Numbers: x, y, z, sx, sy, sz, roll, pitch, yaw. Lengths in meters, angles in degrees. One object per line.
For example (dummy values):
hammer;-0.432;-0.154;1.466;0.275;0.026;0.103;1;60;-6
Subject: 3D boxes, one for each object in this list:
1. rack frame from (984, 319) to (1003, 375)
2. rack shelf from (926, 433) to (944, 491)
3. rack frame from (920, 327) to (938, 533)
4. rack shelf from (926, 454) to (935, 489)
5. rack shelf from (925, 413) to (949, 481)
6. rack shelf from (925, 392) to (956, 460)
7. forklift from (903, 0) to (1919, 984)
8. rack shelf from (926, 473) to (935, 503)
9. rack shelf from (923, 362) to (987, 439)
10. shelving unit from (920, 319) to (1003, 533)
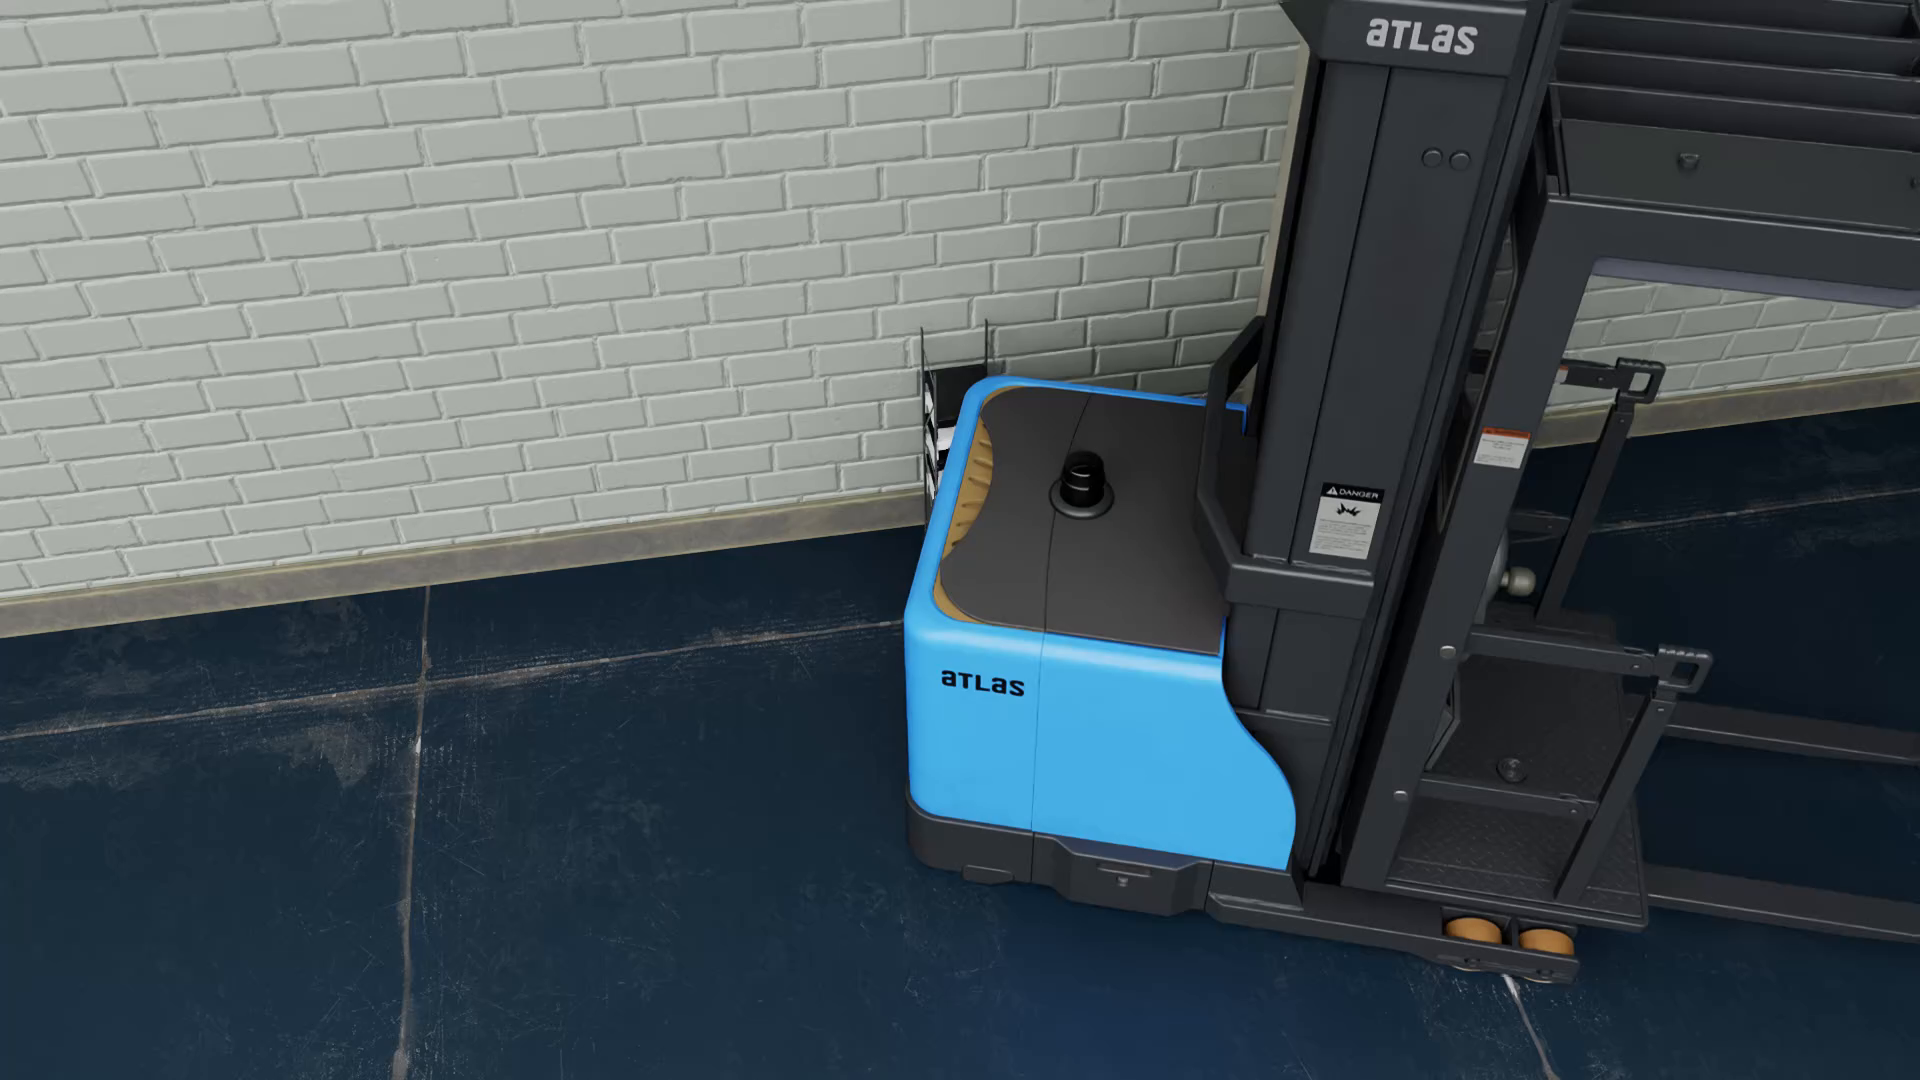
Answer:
rack frame;0.103;-0.291;5.405;0.006;0.900;0.240;-8;47;-8
rack shelf;0.003;-0.253;5.415;0.200;0.077;0.258;-8;47;-8
rack frame;-0.097;-0.263;5.378;0.006;0.900;0.240;-8;47;-8
rack shelf;0.003;-0.191;5.480;0.200;0.077;0.258;-8;47;-8
rack shelf;0.003;-0.316;5.350;0.200;0.077;0.258;-8;47;-8
rack shelf;0.003;-0.378;5.285;0.200;0.077;0.258;-8;47;-8
forklift;1.413;-0.217;3.923;3.031;2.935;1.130;8;47;7
rack shelf;0.003;-0.129;5.545;0.200;0.077;0.258;-8;47;-8
rack shelf;0.003;-0.440;5.221;0.200;0.077;0.258;-8;47;-8
shelving unit;0.003;-0.277;5.391;0.210;0.900;0.258;-8;47;-8
